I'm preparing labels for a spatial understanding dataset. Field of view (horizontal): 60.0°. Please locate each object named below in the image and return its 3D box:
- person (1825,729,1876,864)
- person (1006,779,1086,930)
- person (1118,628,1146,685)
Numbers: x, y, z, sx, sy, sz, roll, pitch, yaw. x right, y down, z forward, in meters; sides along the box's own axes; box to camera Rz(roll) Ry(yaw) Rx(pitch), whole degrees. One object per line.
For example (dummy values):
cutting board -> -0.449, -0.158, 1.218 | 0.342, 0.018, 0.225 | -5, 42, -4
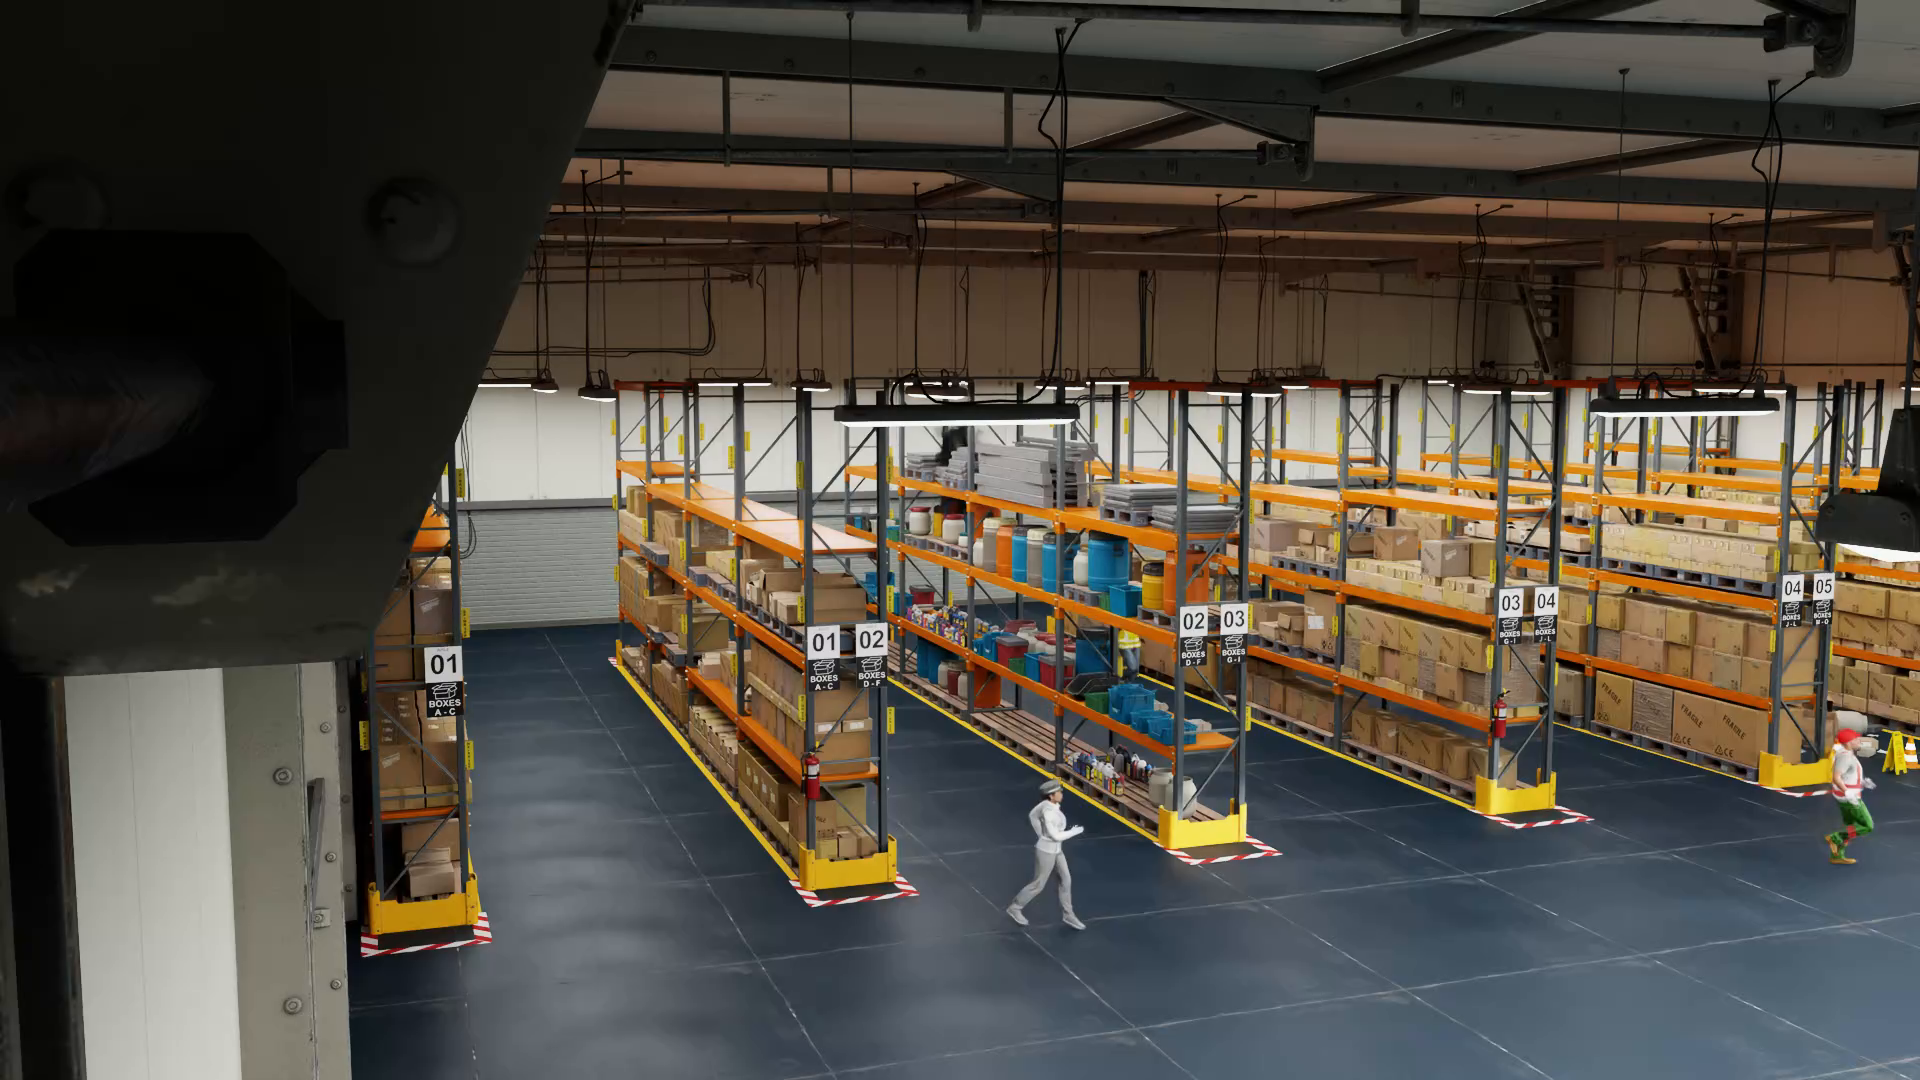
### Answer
person -> 11.262, 3.250, 21.016 | 0.583, 1.745, 0.664 | 2, 6, 19
person -> 0.967, 3.508, 18.583 | 0.890, 1.716, 0.591 | 1, 6, 9
person -> 3.114, 1.978, 30.333 | 0.699, 1.737, 0.537 | -4, 7, -32
